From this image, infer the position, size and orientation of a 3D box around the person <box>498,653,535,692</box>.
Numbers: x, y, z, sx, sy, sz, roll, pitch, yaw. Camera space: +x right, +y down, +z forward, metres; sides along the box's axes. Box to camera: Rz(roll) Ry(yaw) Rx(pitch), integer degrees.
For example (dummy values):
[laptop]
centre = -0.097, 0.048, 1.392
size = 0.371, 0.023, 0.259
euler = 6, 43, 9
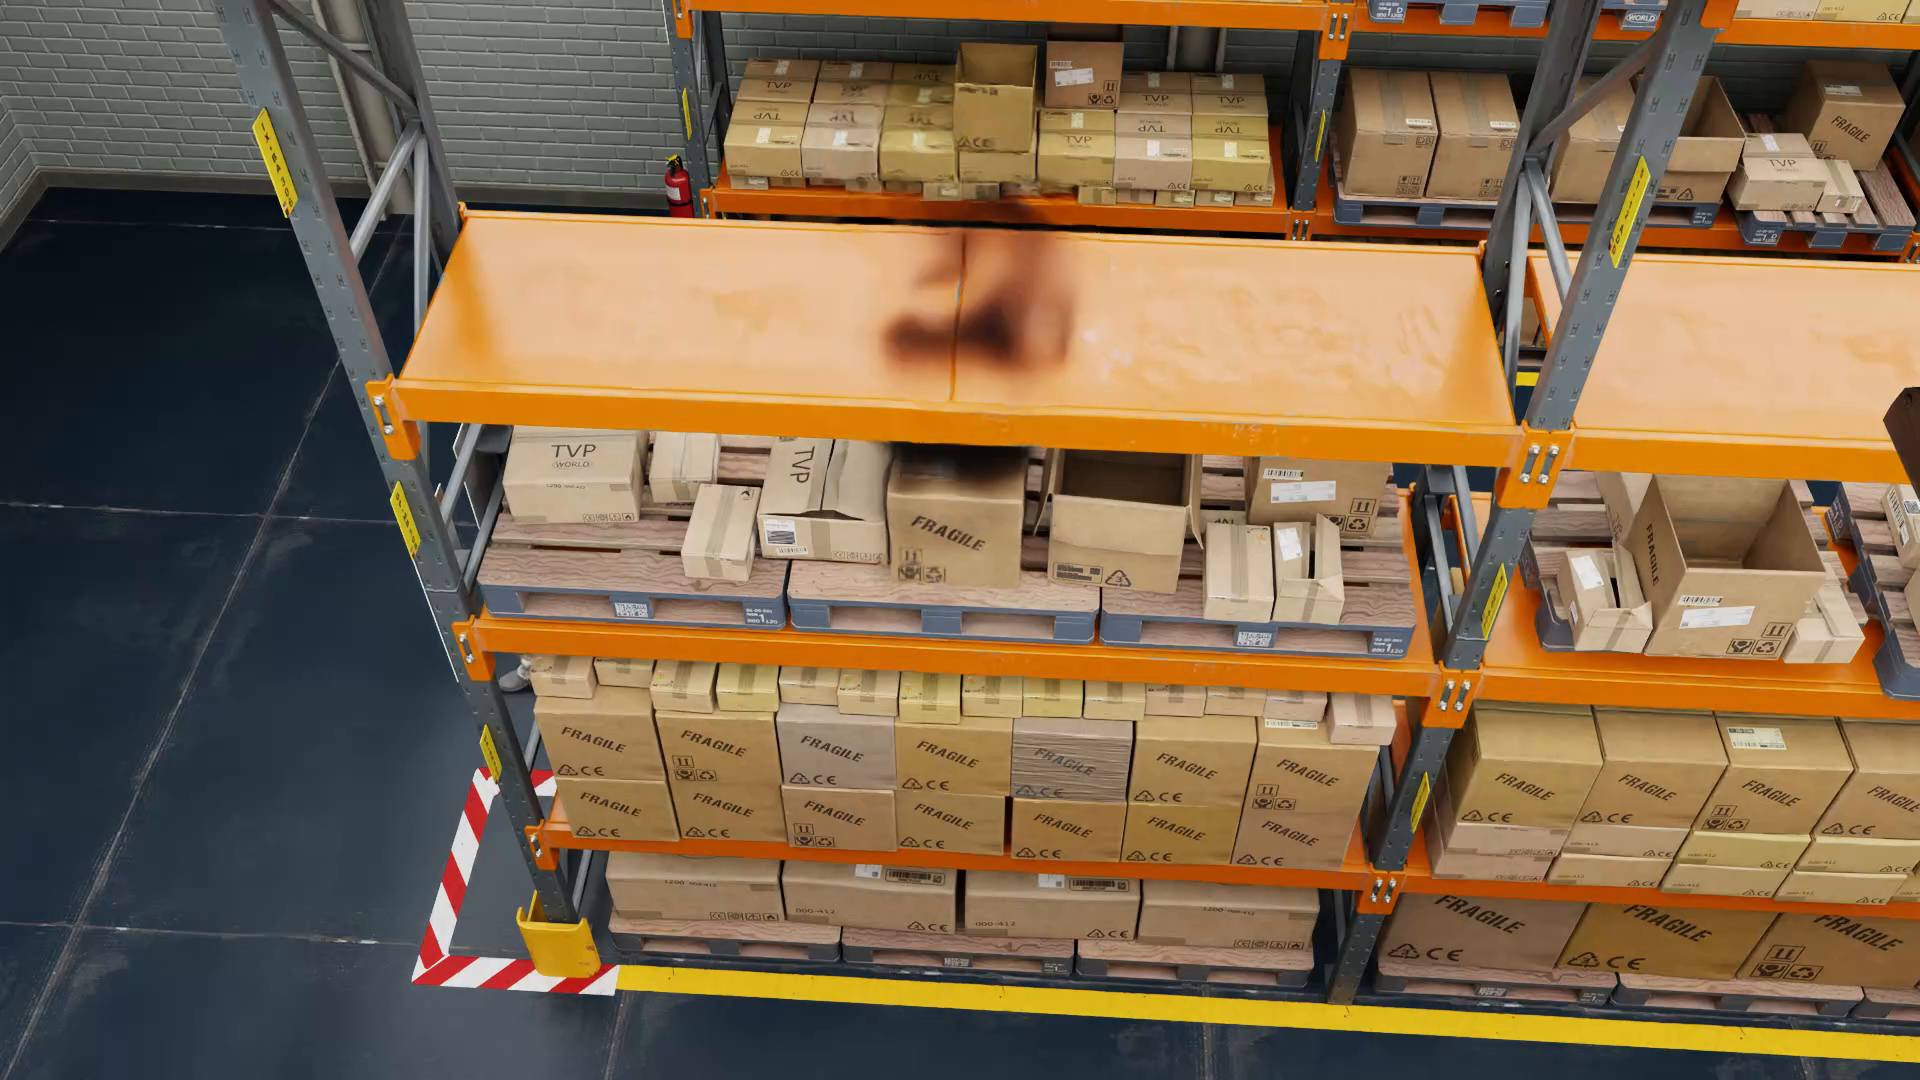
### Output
[person]
centre = -2.302, 0.308, 9.279
size = 0.804, 1.756, 0.716
euler = -23, 52, -19
